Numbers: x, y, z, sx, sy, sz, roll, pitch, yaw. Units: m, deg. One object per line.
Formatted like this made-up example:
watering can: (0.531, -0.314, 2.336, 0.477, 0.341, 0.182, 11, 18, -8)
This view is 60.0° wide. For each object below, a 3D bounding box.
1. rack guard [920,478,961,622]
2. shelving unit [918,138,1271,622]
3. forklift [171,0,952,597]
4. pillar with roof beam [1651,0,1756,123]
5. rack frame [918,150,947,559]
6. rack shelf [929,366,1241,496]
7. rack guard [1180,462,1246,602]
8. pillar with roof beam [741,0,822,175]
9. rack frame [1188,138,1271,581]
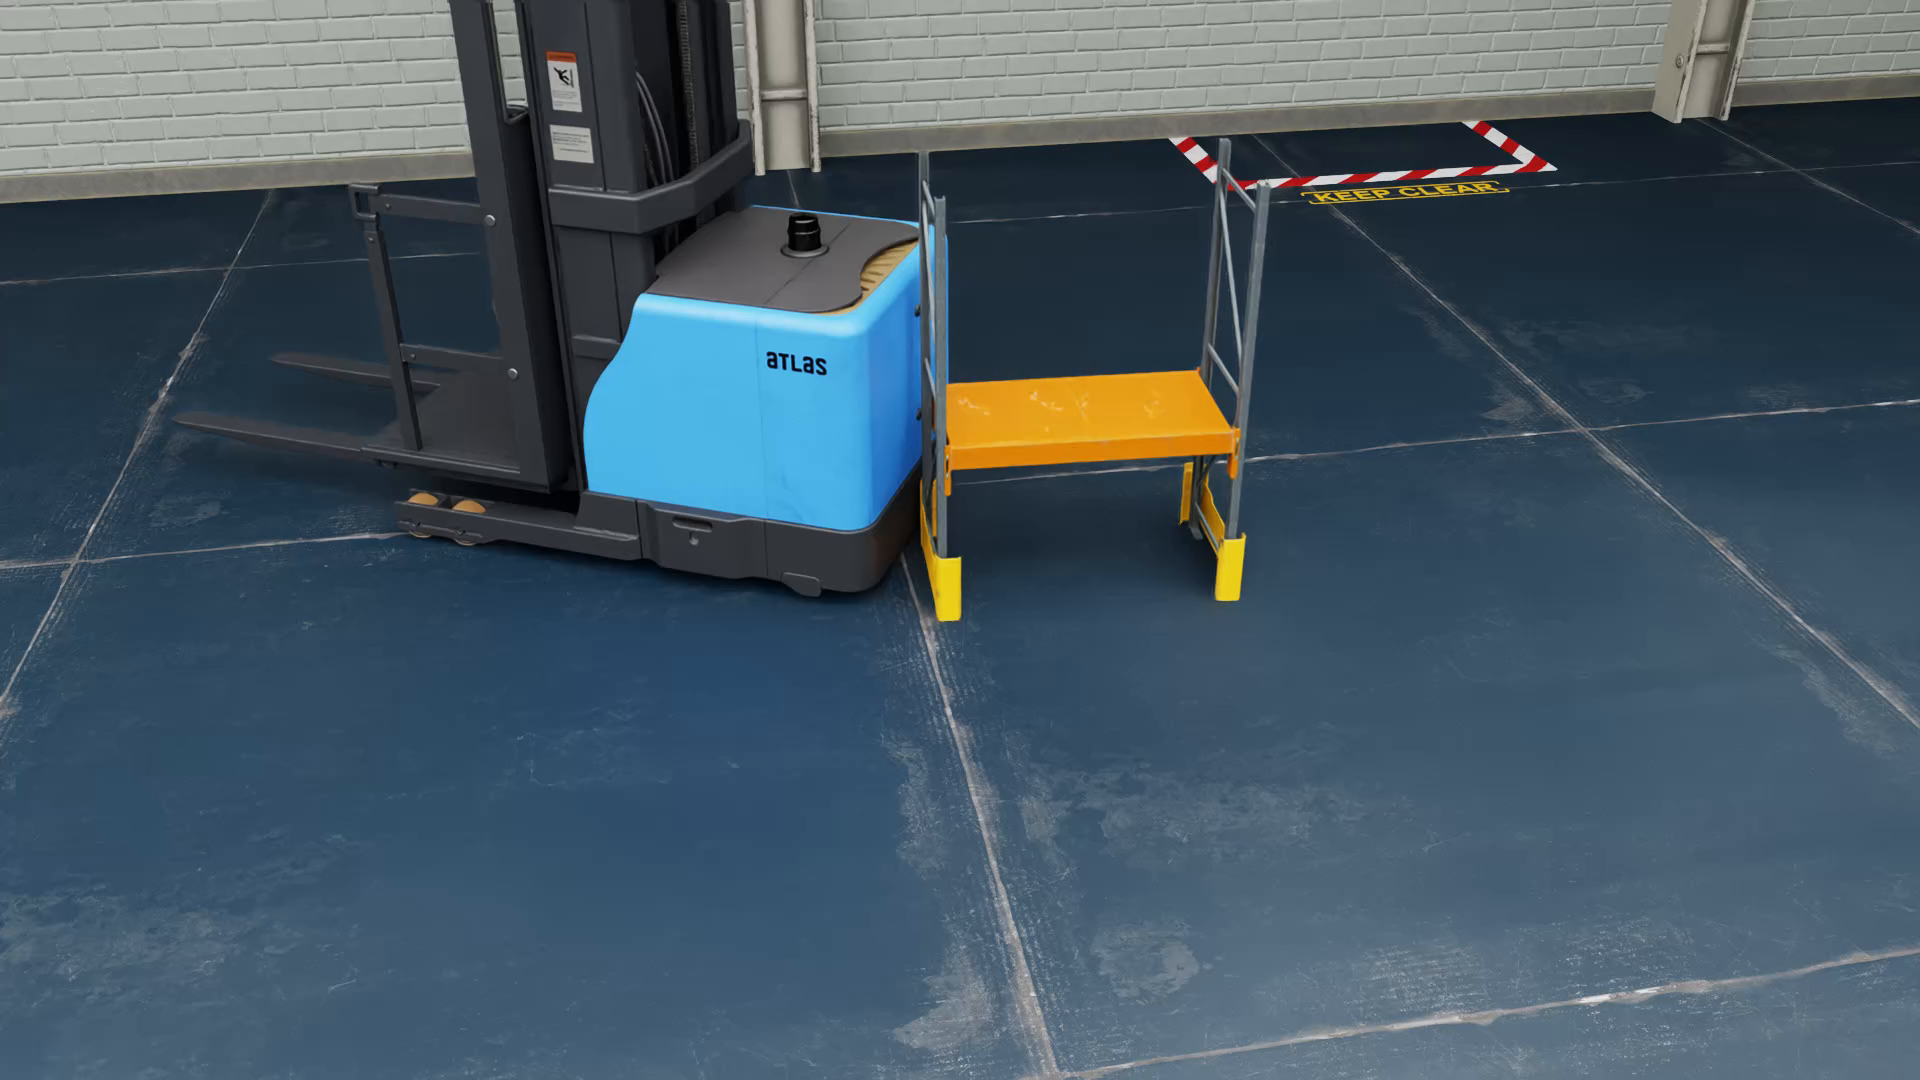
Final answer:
rack guard: (-0.072, 0.027, 5.958, 0.087, 0.250, 0.587, -4, 31, -6)
shelving unit: (0.422, -0.544, 5.696, 1.083, 1.500, 0.587, -4, 31, -6)
forklift: (-1.605, -1.486, 5.886, 3.031, 2.935, 1.130, 9, 32, 15)
pillar with roof beam: (5.620, -4.561, 5.128, 0.400, 9.000, 9.100, -5, 31, -9)
rack frame: (-0.091, -0.511, 5.639, 0.032, 1.500, 0.500, -4, 31, -6)
rack shelf: (0.413, -0.388, 5.786, 1.000, 0.185, 0.538, -4, 31, -6)
rack guard: (0.916, -0.038, 6.067, 0.087, 0.250, 0.587, -4, 31, -6)
pillar with roof beam: (-0.282, -4.013, 4.197, 0.400, 9.000, 9.100, -5, 31, -9)
rack frame: (0.917, -0.576, 5.751, 0.032, 1.500, 0.500, -4, 31, -6)
